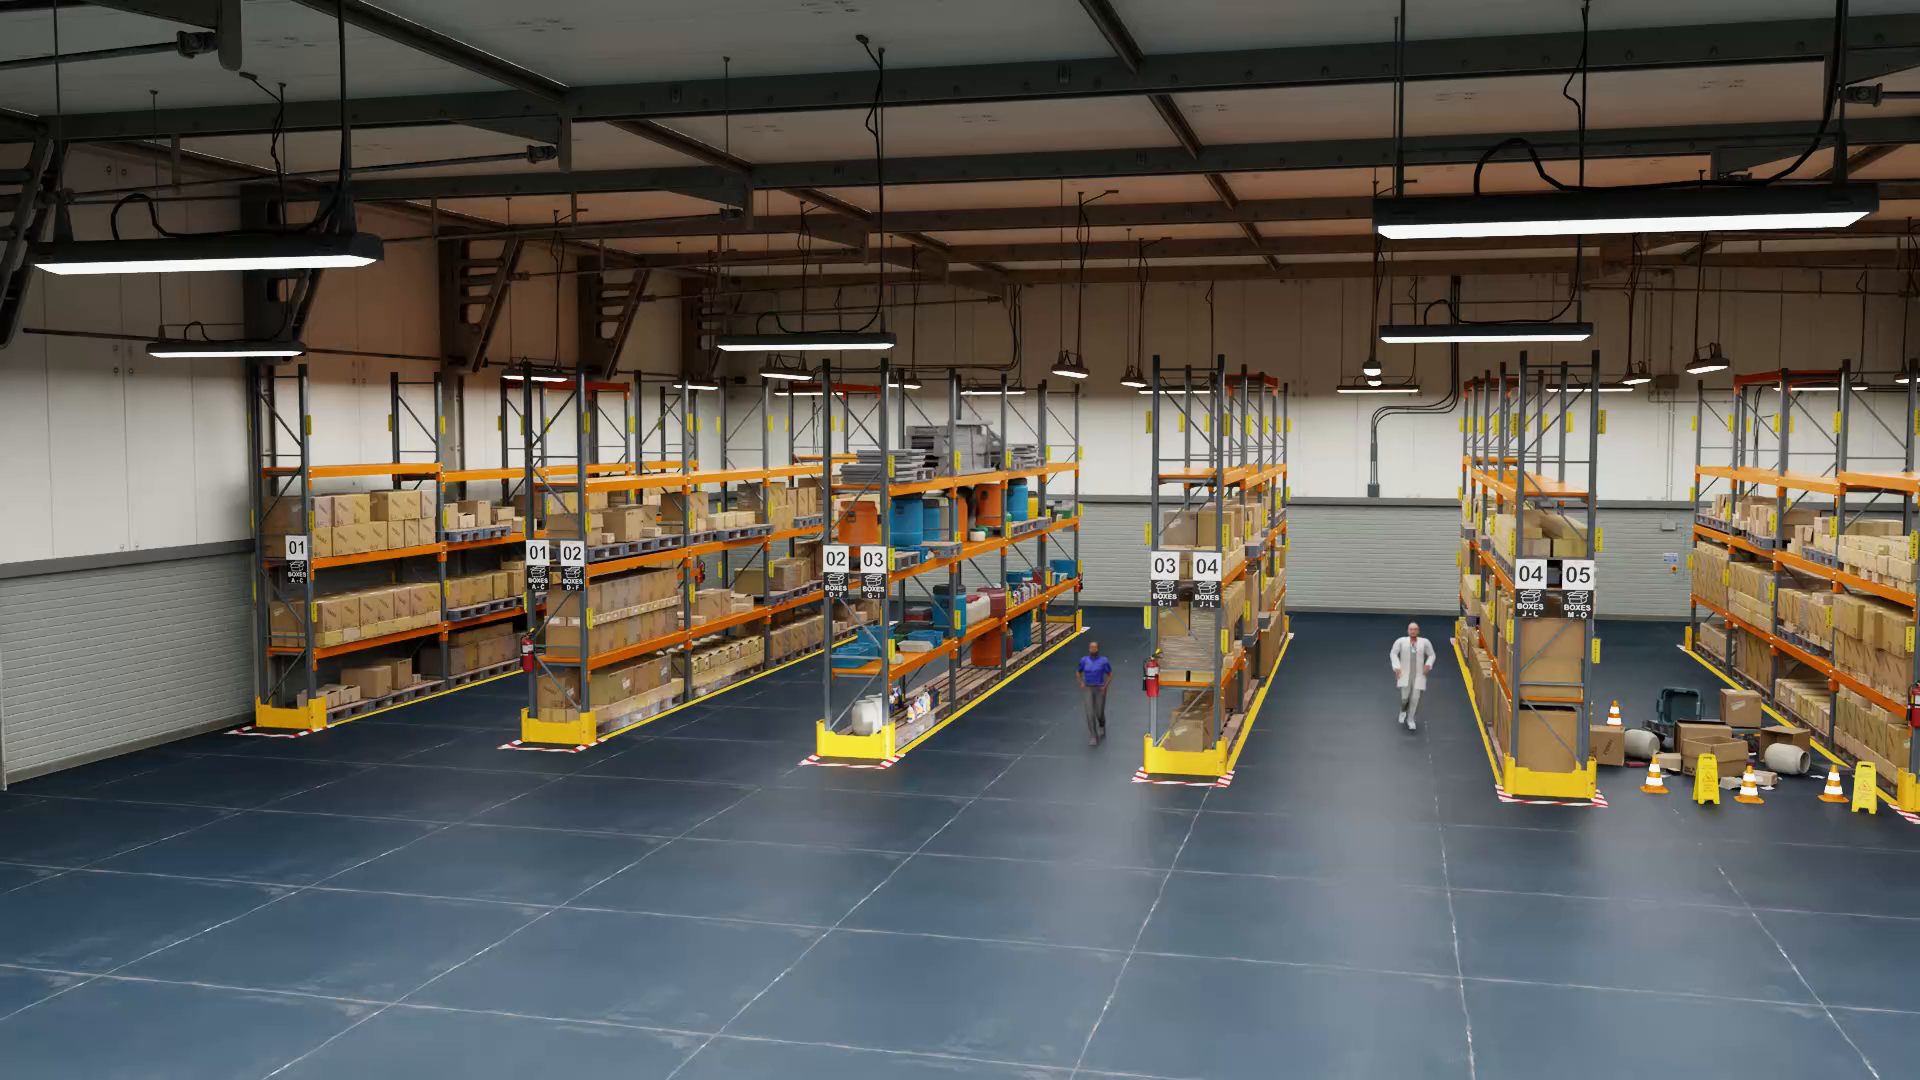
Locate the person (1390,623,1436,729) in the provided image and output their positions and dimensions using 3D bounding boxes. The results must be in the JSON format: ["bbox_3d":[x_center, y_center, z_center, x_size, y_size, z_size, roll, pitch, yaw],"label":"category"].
[{"bbox_3d":[7.493,2.239,27.501,0.726,1.747,0.633,1,4,11],"label":"person"}]

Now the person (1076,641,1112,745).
[{"bbox_3d":[2.107,2.387,26.203,0.587,1.626,0.601,1,4,10],"label":"person"}]
